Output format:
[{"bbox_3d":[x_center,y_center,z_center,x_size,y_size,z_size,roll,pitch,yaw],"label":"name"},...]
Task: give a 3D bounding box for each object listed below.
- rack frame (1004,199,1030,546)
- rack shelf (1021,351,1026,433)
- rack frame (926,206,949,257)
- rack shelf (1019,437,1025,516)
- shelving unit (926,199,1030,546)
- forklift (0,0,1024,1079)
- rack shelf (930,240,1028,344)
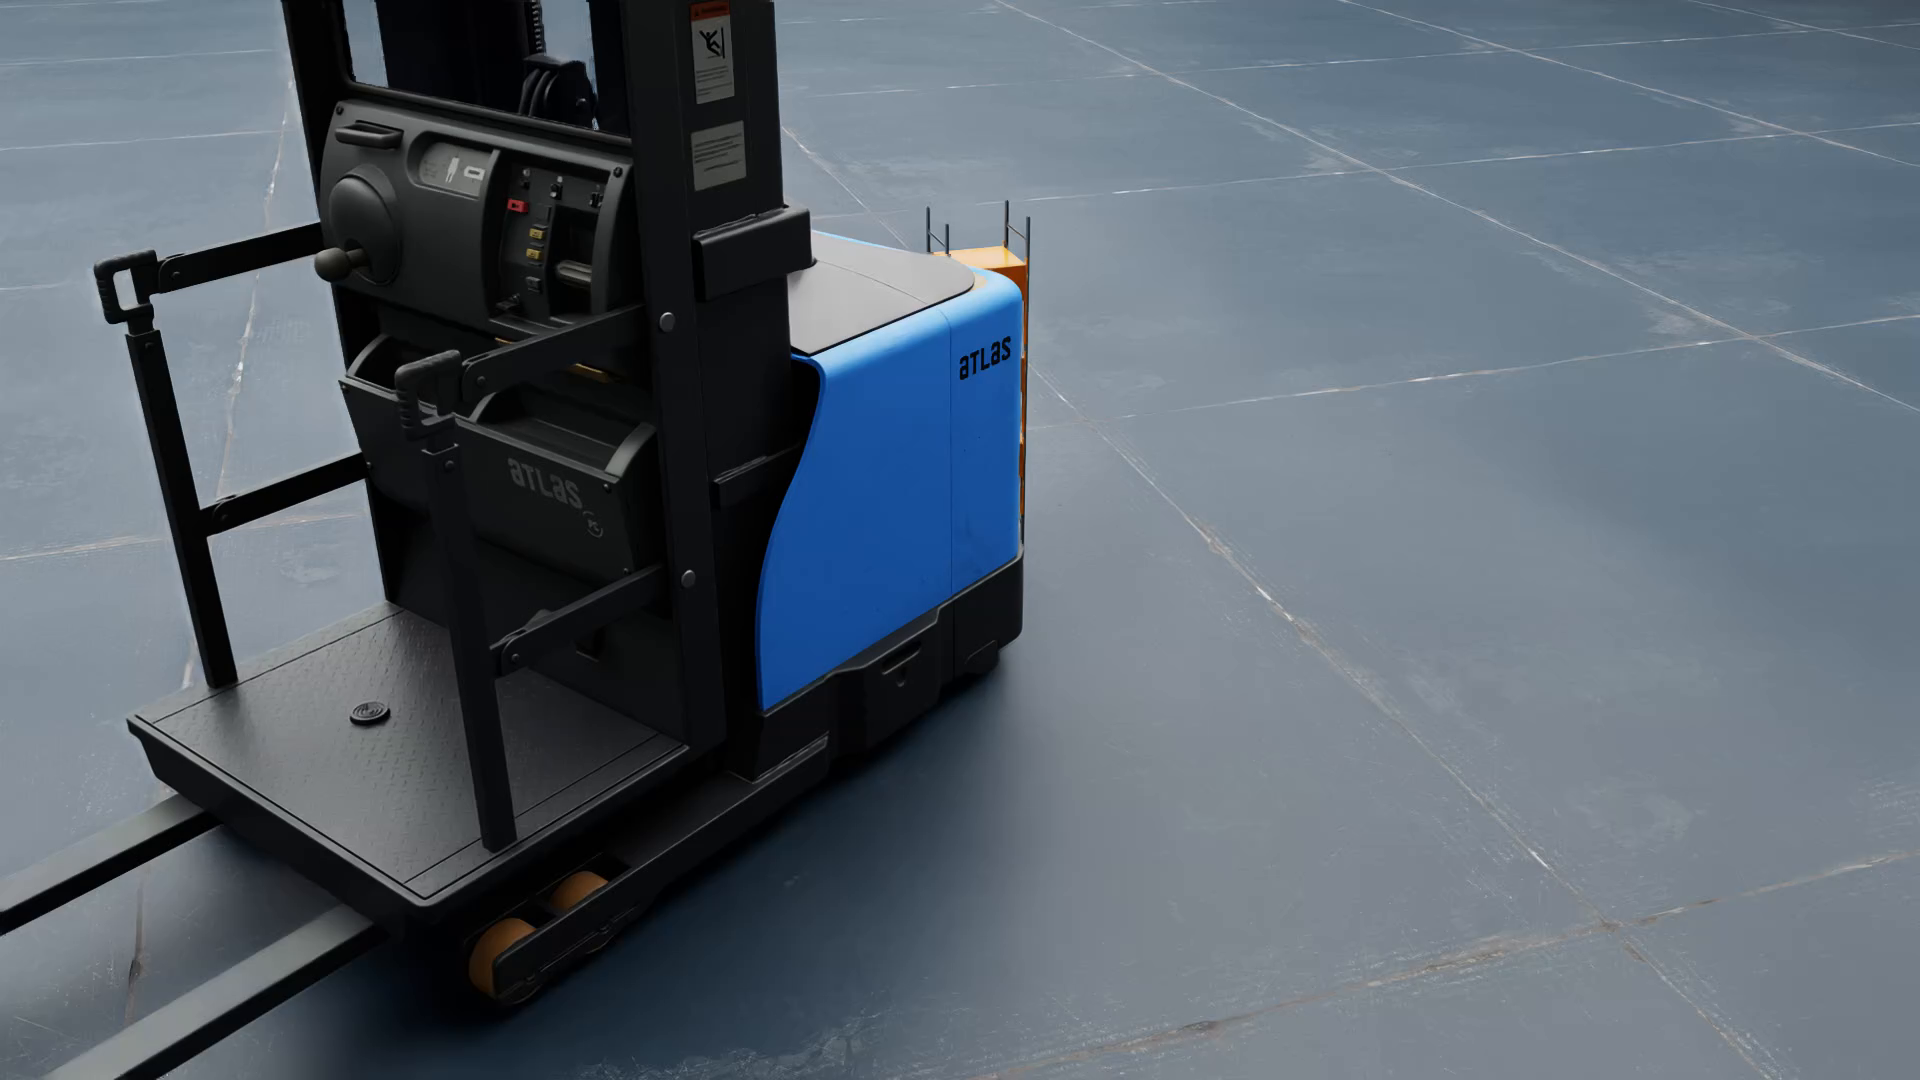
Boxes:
[{"bbox_3d":[0.167,-0.494,5.065,0.008,1.050,0.200,-8,28,-16],"label":"rack frame"},{"bbox_3d":[0.051,-0.468,5.036,0.240,0.259,0.215,-8,28,-16],"label":"rack shelf"},{"bbox_3d":[-0.065,-0.461,4.998,0.008,1.050,0.200,-8,28,-16],"label":"rack frame"},{"bbox_3d":[0.051,-0.219,5.160,0.240,0.259,0.215,-8,28,-16],"label":"rack shelf"},{"bbox_3d":[0.051,-0.478,5.031,0.252,1.050,0.215,-8,28,-16],"label":"shelving unit"},{"bbox_3d":[-1.127,-0.625,3.212,1.130,2.935,3.031,19,32,33],"label":"forklift"},{"bbox_3d":[0.051,-0.722,4.910,0.240,0.259,0.215,-8,28,-16],"label":"rack shelf"}]
